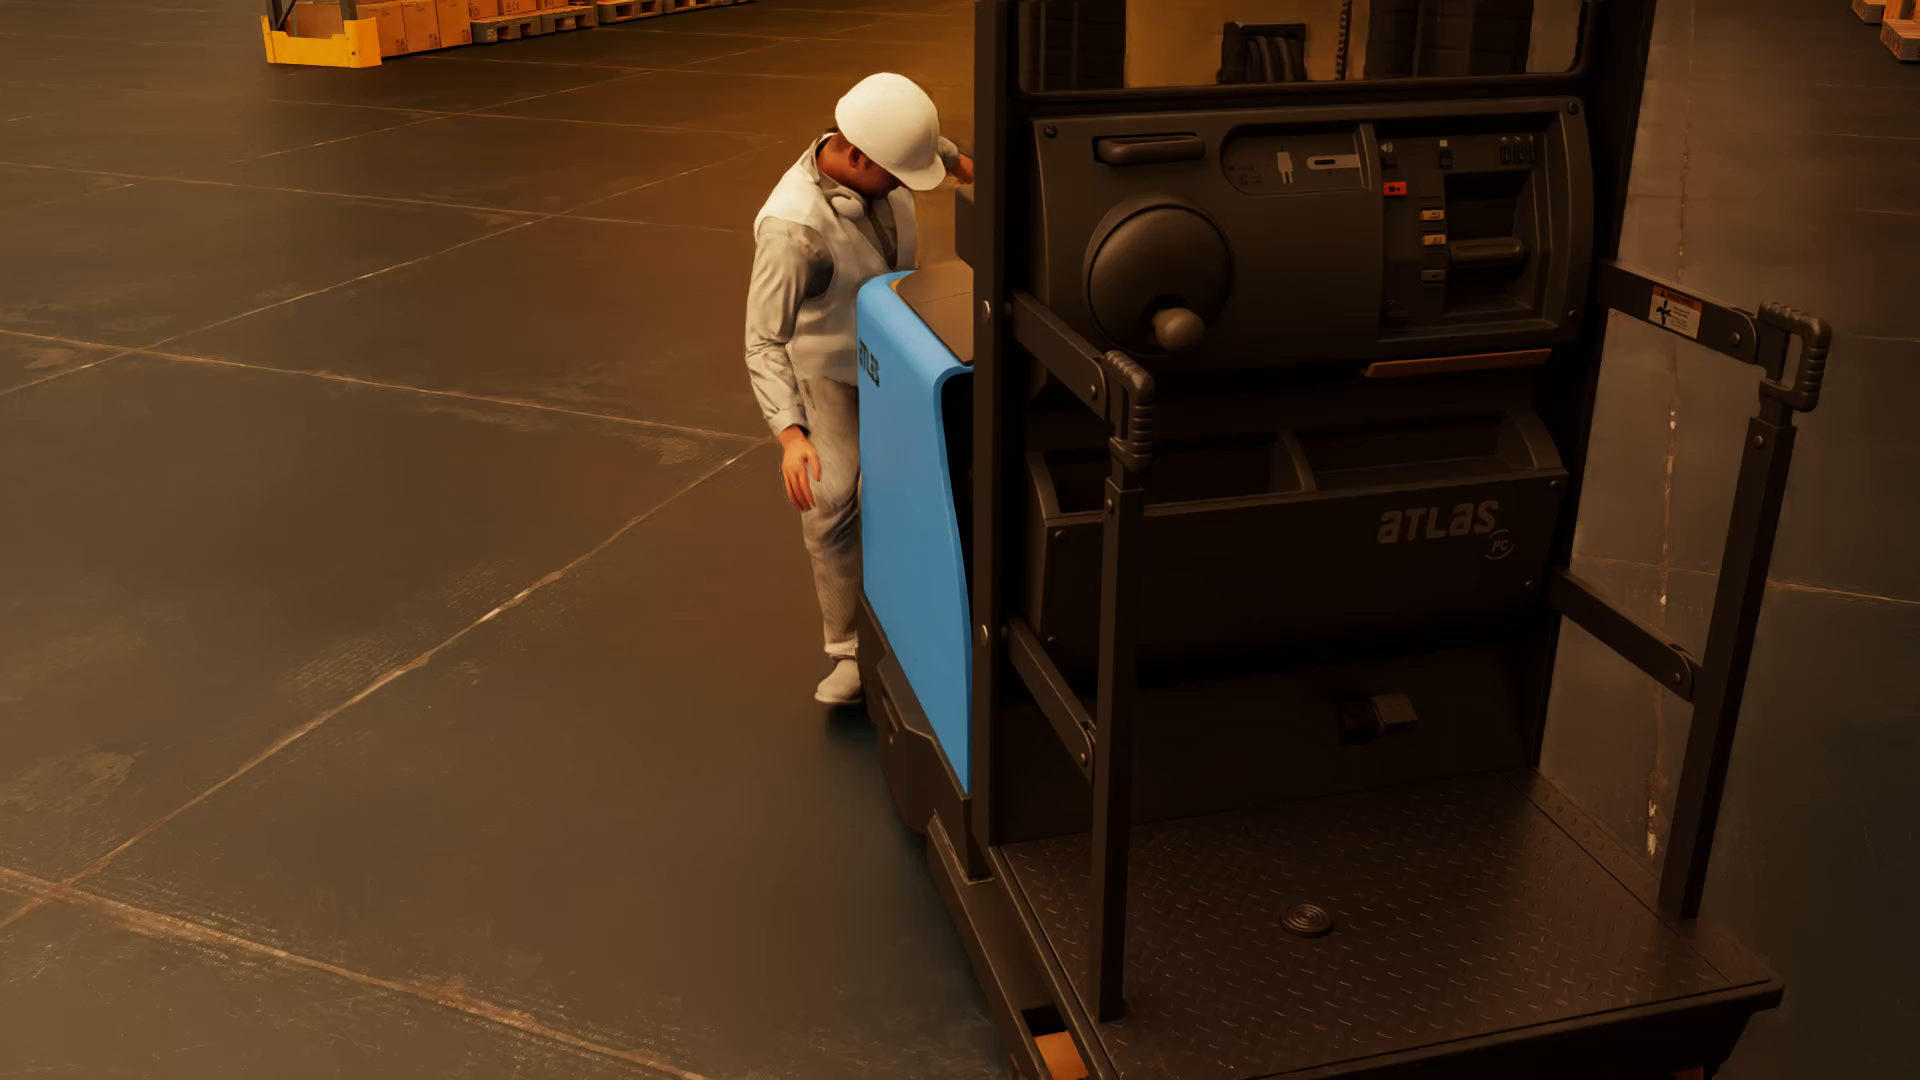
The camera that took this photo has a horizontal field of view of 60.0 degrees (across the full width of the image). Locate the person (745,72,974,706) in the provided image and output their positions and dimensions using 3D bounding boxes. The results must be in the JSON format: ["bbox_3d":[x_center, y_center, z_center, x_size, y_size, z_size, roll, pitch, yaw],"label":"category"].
[{"bbox_3d":[-0.217,-0.468,4.290,0.682,1.505,1.148,16,28,34],"label":"person"}]

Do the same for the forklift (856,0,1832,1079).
[{"bbox_3d":[0.623,-0.466,2.406,1.130,2.935,3.031,-6,23,-14],"label":"forklift"}]
